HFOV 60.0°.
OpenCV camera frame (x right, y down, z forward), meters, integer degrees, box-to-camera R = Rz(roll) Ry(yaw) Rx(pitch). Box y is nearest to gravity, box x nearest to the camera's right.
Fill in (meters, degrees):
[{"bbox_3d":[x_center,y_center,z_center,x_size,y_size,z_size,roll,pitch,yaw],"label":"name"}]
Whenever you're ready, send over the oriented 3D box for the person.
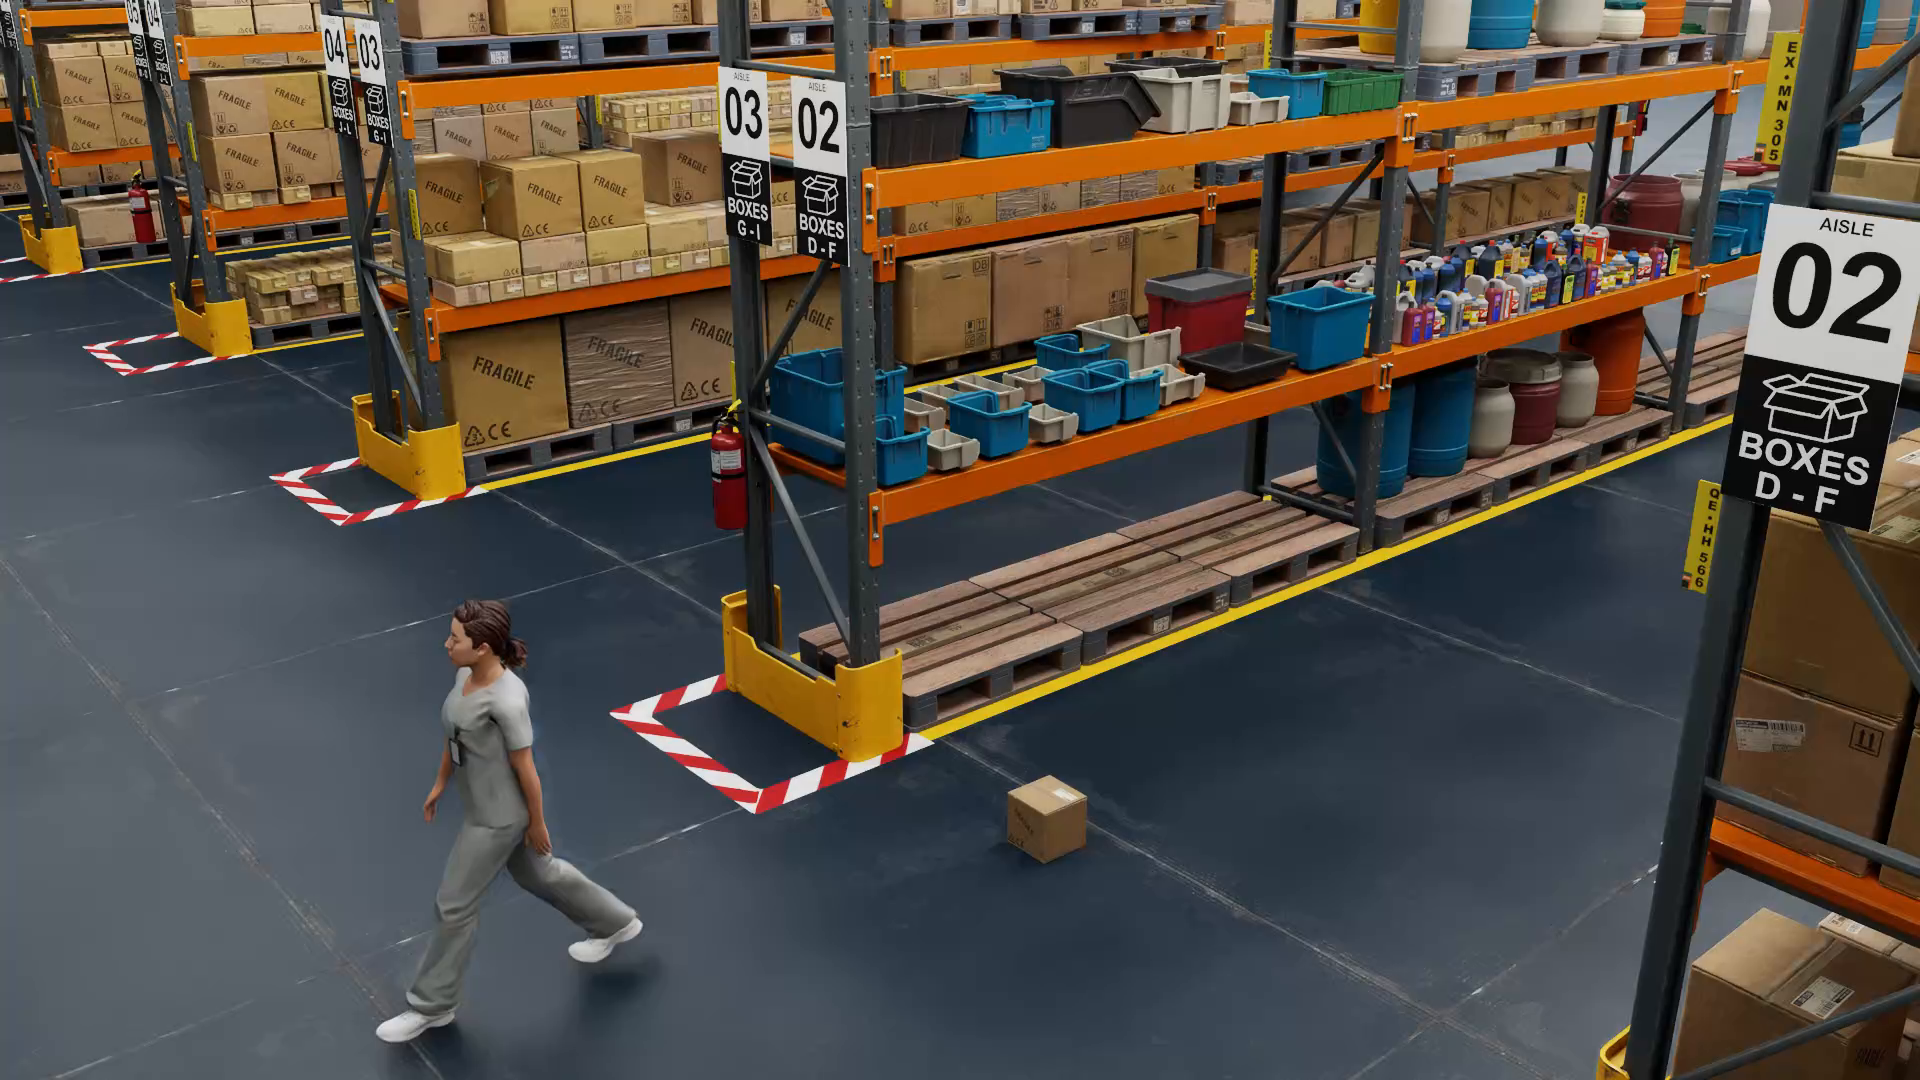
[{"bbox_3d":[-1.718,0.963,6.093,1.049,1.618,0.458,-11,24,-27],"label":"person"}]
